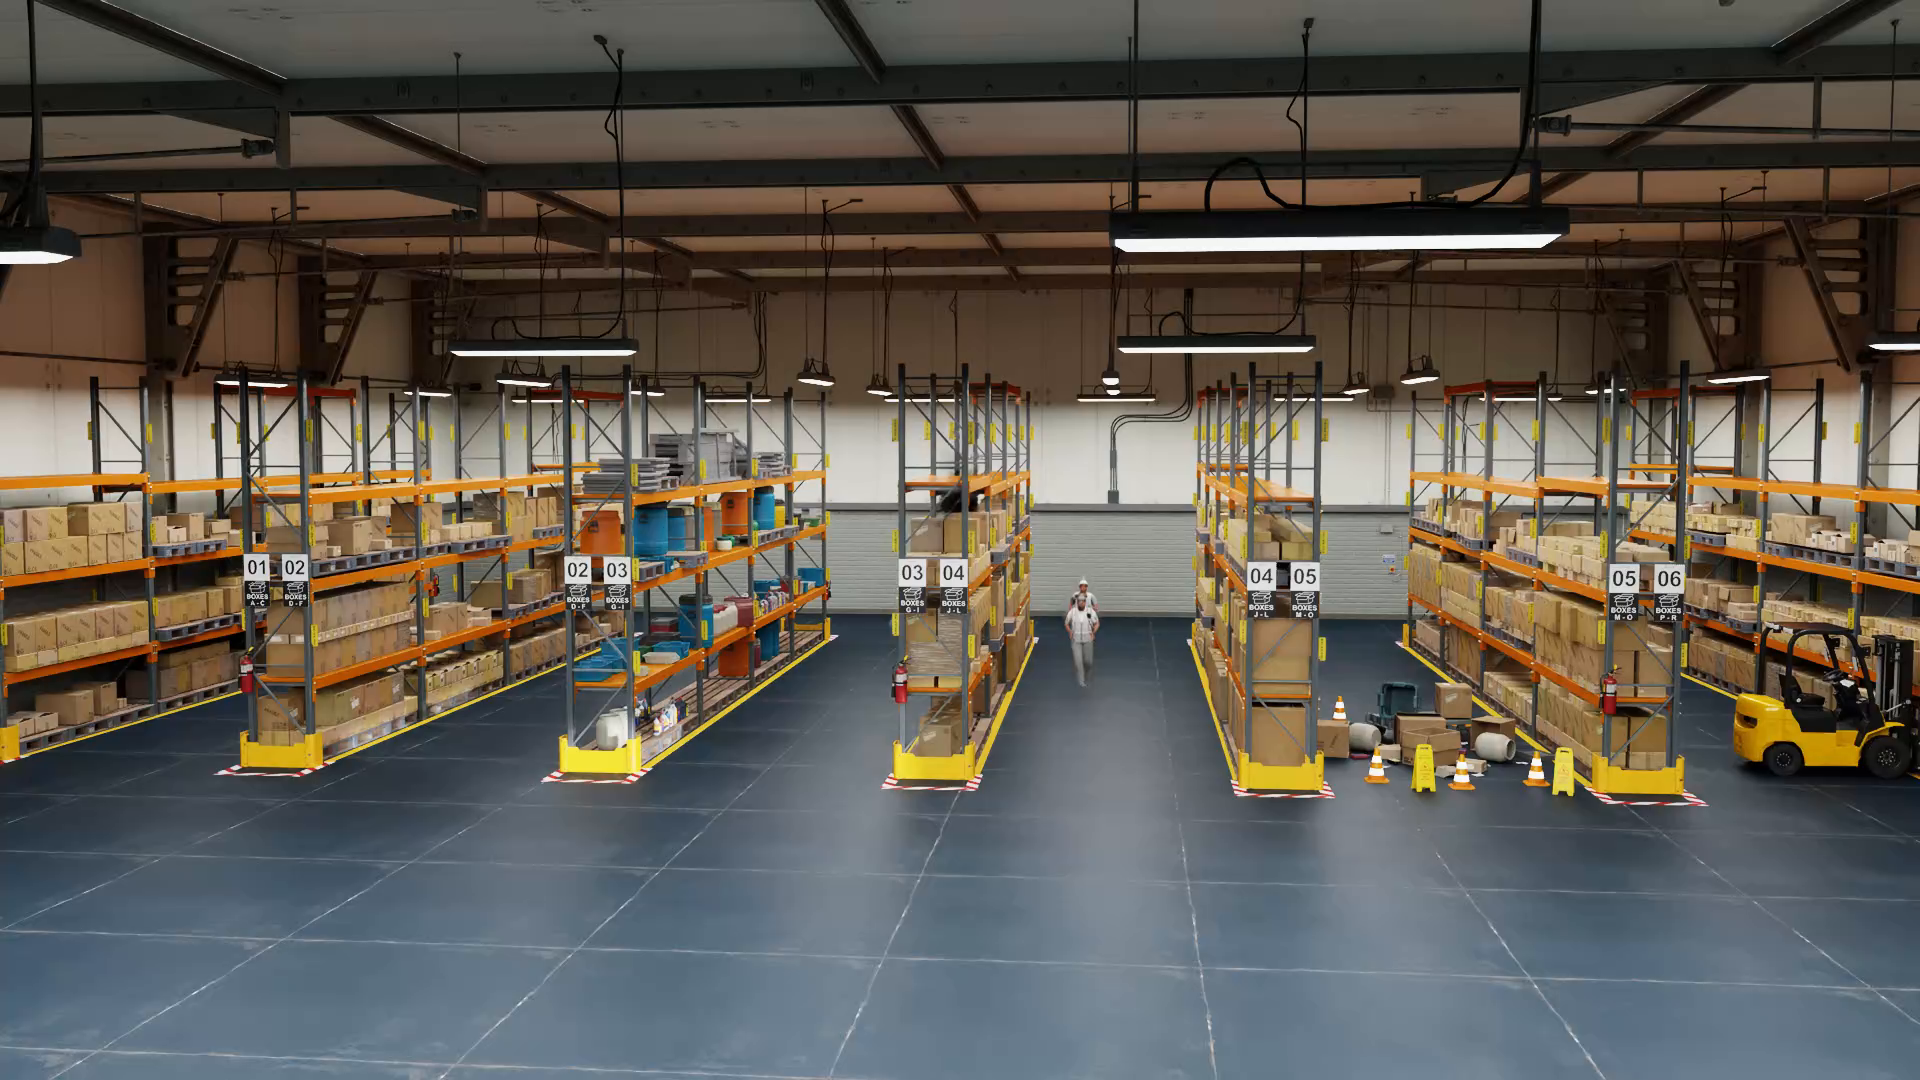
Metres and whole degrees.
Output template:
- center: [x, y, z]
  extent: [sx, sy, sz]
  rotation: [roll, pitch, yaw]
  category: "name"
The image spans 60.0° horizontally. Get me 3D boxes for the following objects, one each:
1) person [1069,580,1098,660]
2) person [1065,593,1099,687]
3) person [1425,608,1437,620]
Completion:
- center: [2.736, 1.763, 36.884]
  extent: [0.650, 1.747, 0.686]
  rotation: [0, 4, 3]
  category: "person"
- center: [2.265, 1.870, 30.895]
  extent: [0.640, 1.778, 0.535]
  rotation: [0, 4, 4]
  category: "person"
- center: [11.523, 1.676, 40.278]
  extent: [0.512, 1.513, 0.602]
  rotation: [3, 5, 38]
  category: "person"
